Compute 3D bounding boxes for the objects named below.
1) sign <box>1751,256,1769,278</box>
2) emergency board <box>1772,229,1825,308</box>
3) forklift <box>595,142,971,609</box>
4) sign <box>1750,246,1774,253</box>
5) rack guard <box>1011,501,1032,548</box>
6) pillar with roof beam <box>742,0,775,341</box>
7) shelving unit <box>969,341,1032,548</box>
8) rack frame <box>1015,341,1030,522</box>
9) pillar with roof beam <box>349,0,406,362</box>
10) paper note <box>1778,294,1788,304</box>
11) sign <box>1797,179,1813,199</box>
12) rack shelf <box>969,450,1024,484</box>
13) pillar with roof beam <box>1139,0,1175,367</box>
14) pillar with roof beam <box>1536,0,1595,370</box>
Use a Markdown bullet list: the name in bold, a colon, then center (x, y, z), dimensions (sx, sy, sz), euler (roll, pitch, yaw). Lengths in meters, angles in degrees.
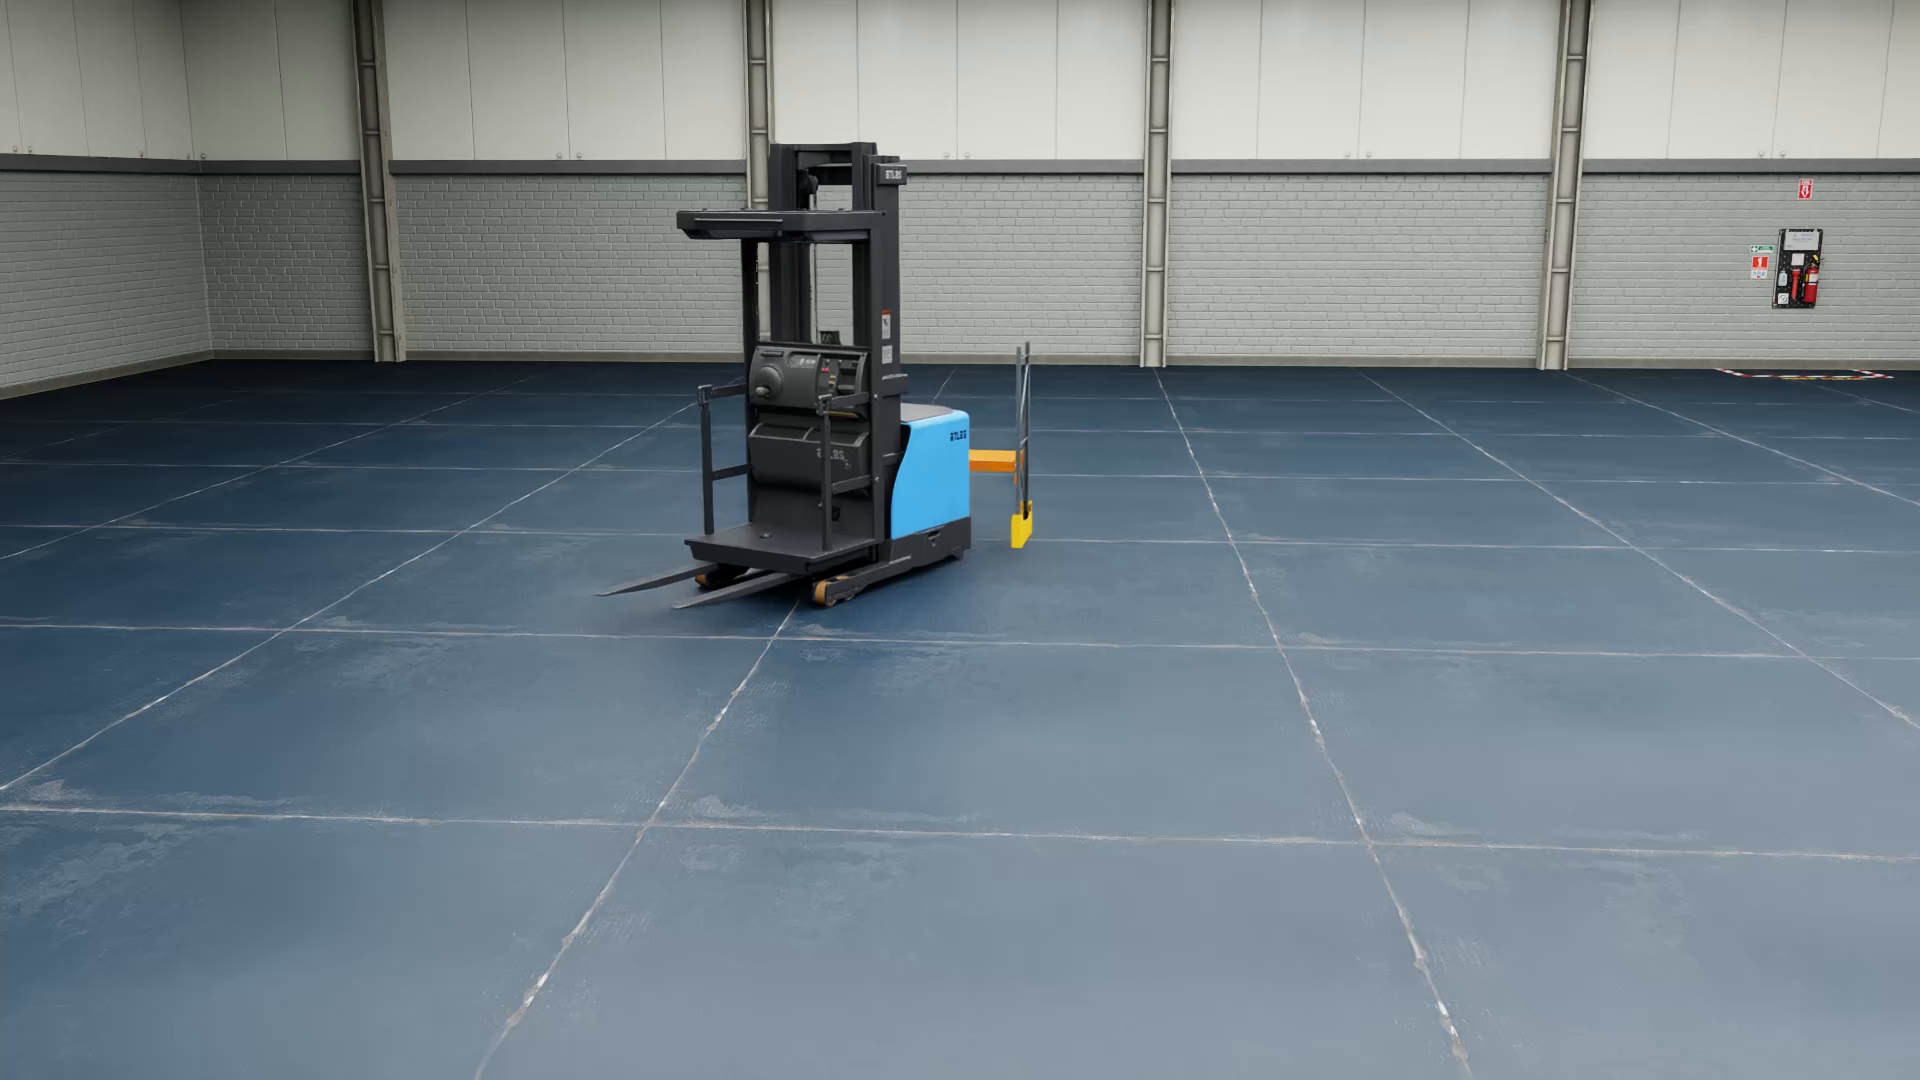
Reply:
- **sign**: center (11.923, -4.066, 24.794), dimensions (0.234, 0.329, 0.001), euler (1, 12, 4)
- **emergency board**: center (12.467, -4.020, 24.661), dimensions (0.643, 1.169, 0.194), euler (1, 12, 4)
- **forklift**: center (-1.131, -1.114, 10.935), dimensions (1.130, 2.935, 3.031), euler (7, 14, 32)
- **sign**: center (11.927, -4.324, 24.731), dimensions (0.331, 0.109, 0.001), euler (1, 12, 4)
- **rack guard**: center (0.474, -0.123, 12.744), dimensions (0.087, 0.250, 0.587), euler (2, 12, 10)
- **pillar with roof beam**: center (-3.317, -6.282, 20.821), dimensions (0.400, 9.000, 9.100), euler (1, 12, 4)
- **shelving unit**: center (-0.016, -0.753, 12.703), dimensions (1.083, 1.500, 0.587), euler (2, 12, 10)
- **rack frame**: center (0.475, -0.734, 12.616), dimensions (0.032, 1.500, 0.500), euler (2, 12, 10)
- **pillar with roof beam**: center (-9.303, -6.364, 21.213), dimensions (0.400, 9.000, 9.100), euler (1, 12, 4)
- **paper note**: center (12.295, -3.606, 24.830), dimensions (0.142, 0.148, 0.016), euler (1, 12, 4)
- **sign**: center (12.466, -5.175, 24.521), dimensions (0.199, 0.298, 0.001), euler (1, 12, 4)
- **rack shelf**: center (-0.025, -0.577, 12.742), dimensions (1.000, 0.185, 0.538), euler (2, 12, 10)
- **pillar with roof beam**: center (2.670, -6.200, 20.428), dimensions (0.400, 9.000, 9.100), euler (1, 12, 4)
- **pillar with roof beam**: center (8.656, -6.118, 20.036), dimensions (0.400, 9.000, 9.100), euler (1, 12, 4)
